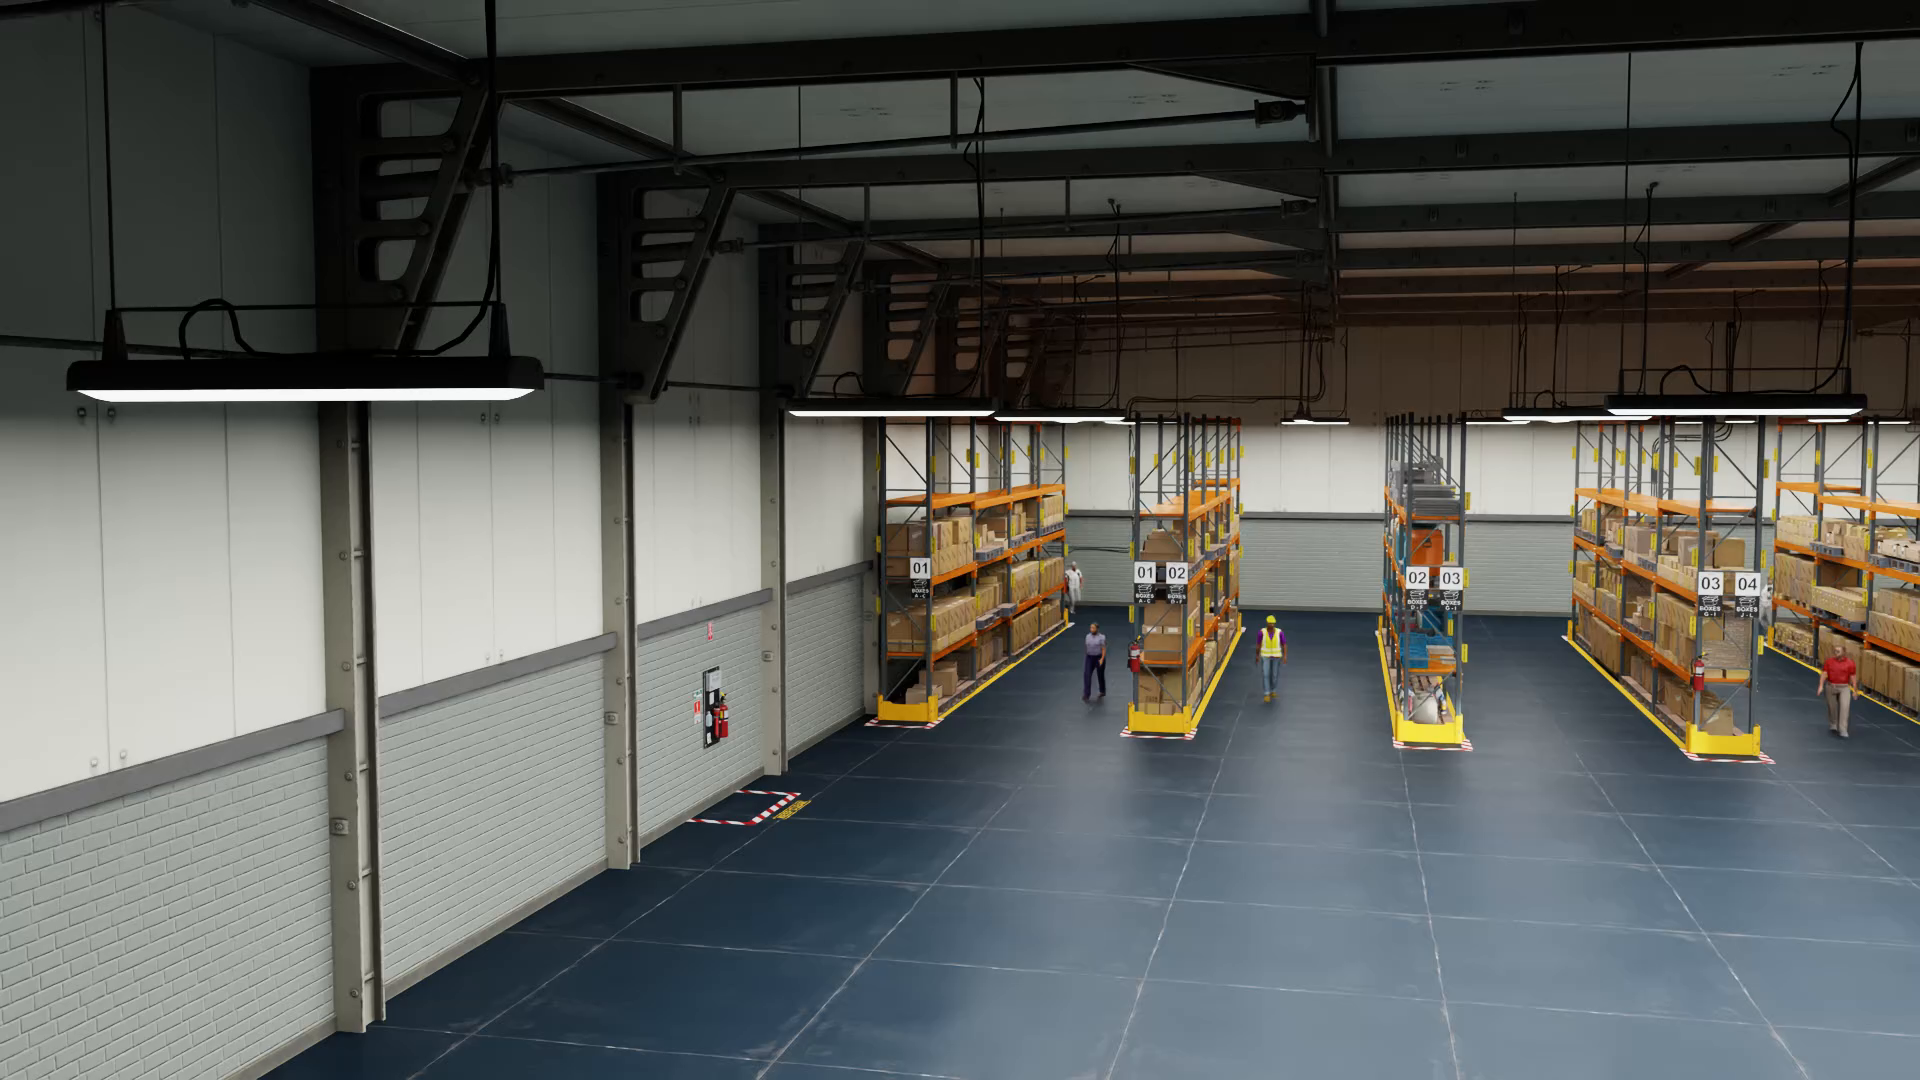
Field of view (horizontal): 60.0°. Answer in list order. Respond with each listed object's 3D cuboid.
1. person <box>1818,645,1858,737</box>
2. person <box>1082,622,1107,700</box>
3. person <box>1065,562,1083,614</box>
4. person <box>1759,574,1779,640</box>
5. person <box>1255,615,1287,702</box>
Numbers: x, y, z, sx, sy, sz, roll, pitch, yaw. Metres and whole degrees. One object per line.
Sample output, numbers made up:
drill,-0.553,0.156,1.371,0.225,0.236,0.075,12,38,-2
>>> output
person,16.311,2.778,30.899,0.657,1.662,1.064,2,5,31
person,2.833,2.543,34.978,0.501,1.581,0.949,2,4,22
person,3.493,1.463,51.185,0.634,1.603,0.538,-2,4,-23
person,21.764,1.811,44.771,0.462,1.807,0.581,0,4,-7
person,6.544,2.478,34.960,0.646,1.778,0.657,1,4,7
